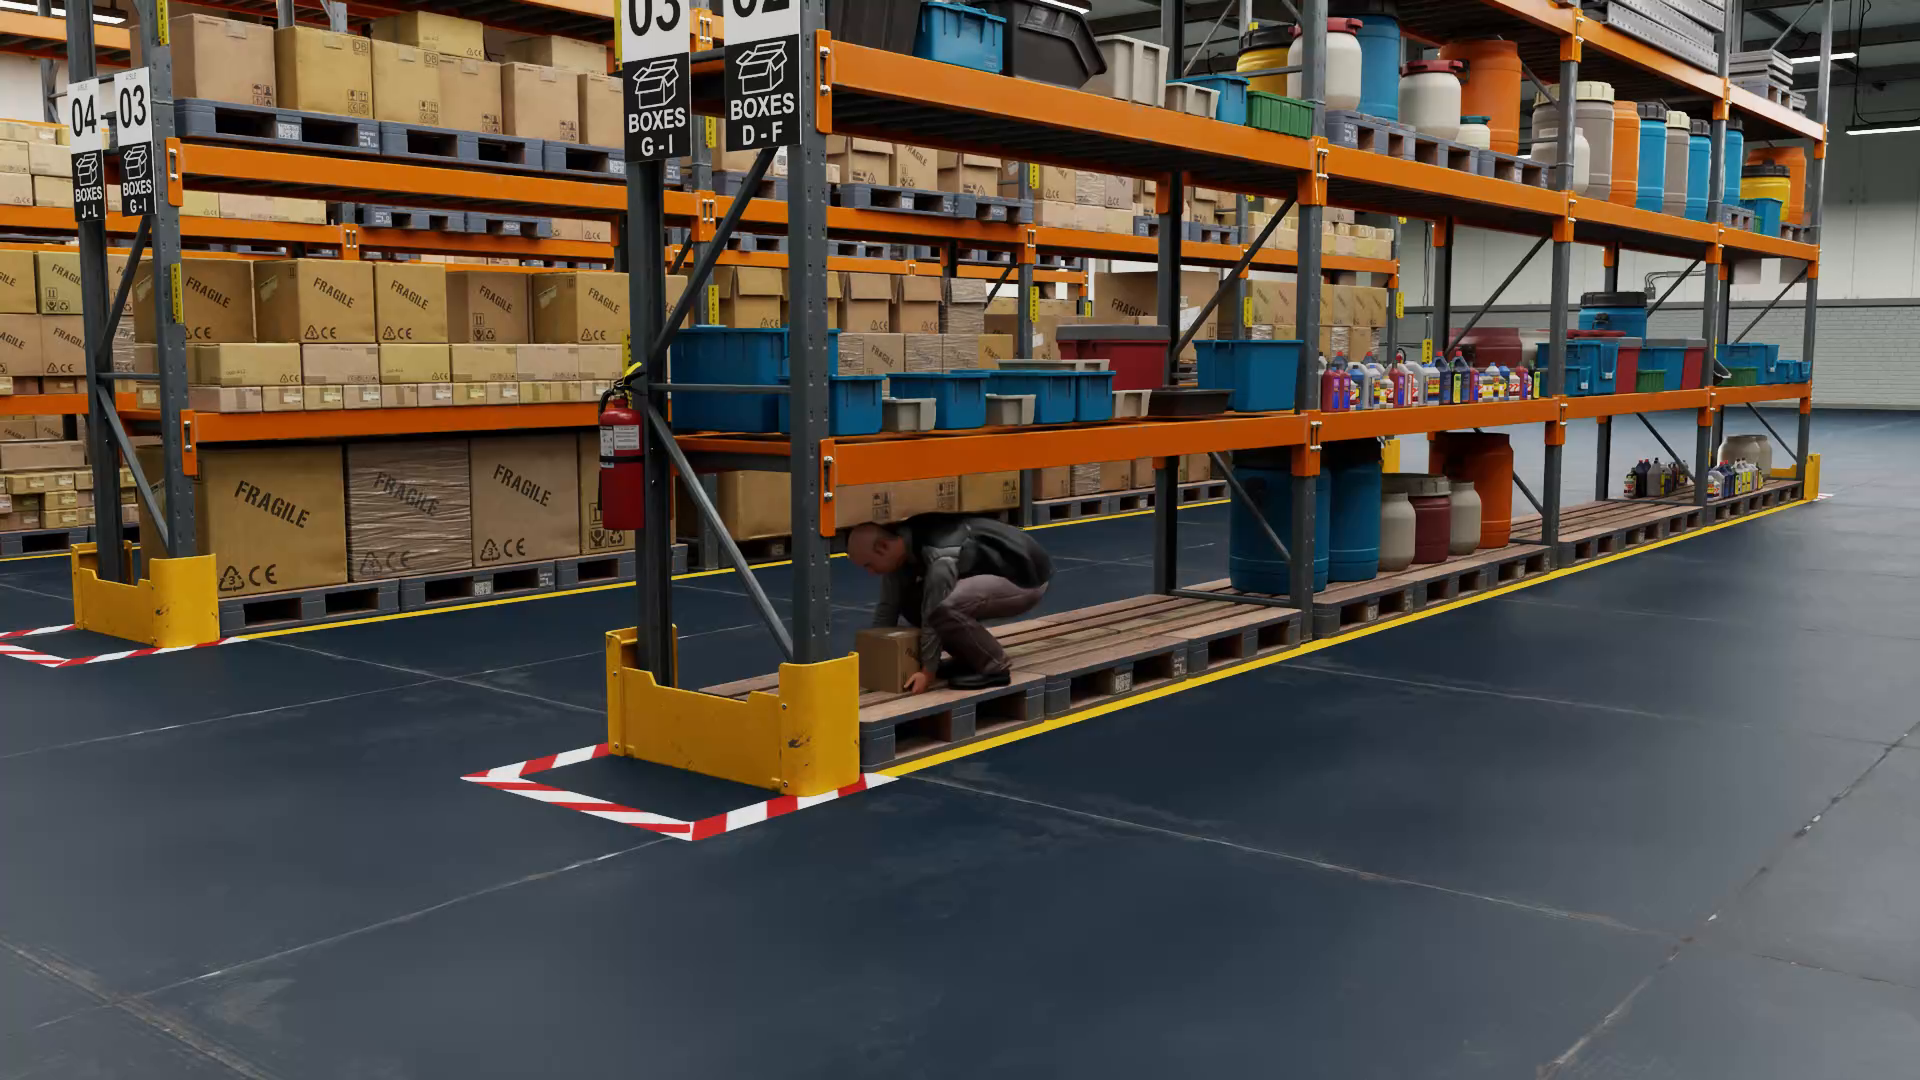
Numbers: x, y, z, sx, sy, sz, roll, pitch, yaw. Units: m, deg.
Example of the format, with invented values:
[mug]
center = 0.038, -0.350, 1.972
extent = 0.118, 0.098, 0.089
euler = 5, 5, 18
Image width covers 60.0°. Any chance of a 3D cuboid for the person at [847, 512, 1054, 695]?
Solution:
[person]
center = -0.053, 0.281, 7.247
extent = 0.926, 0.814, 0.502
euler = -2, 7, -20
